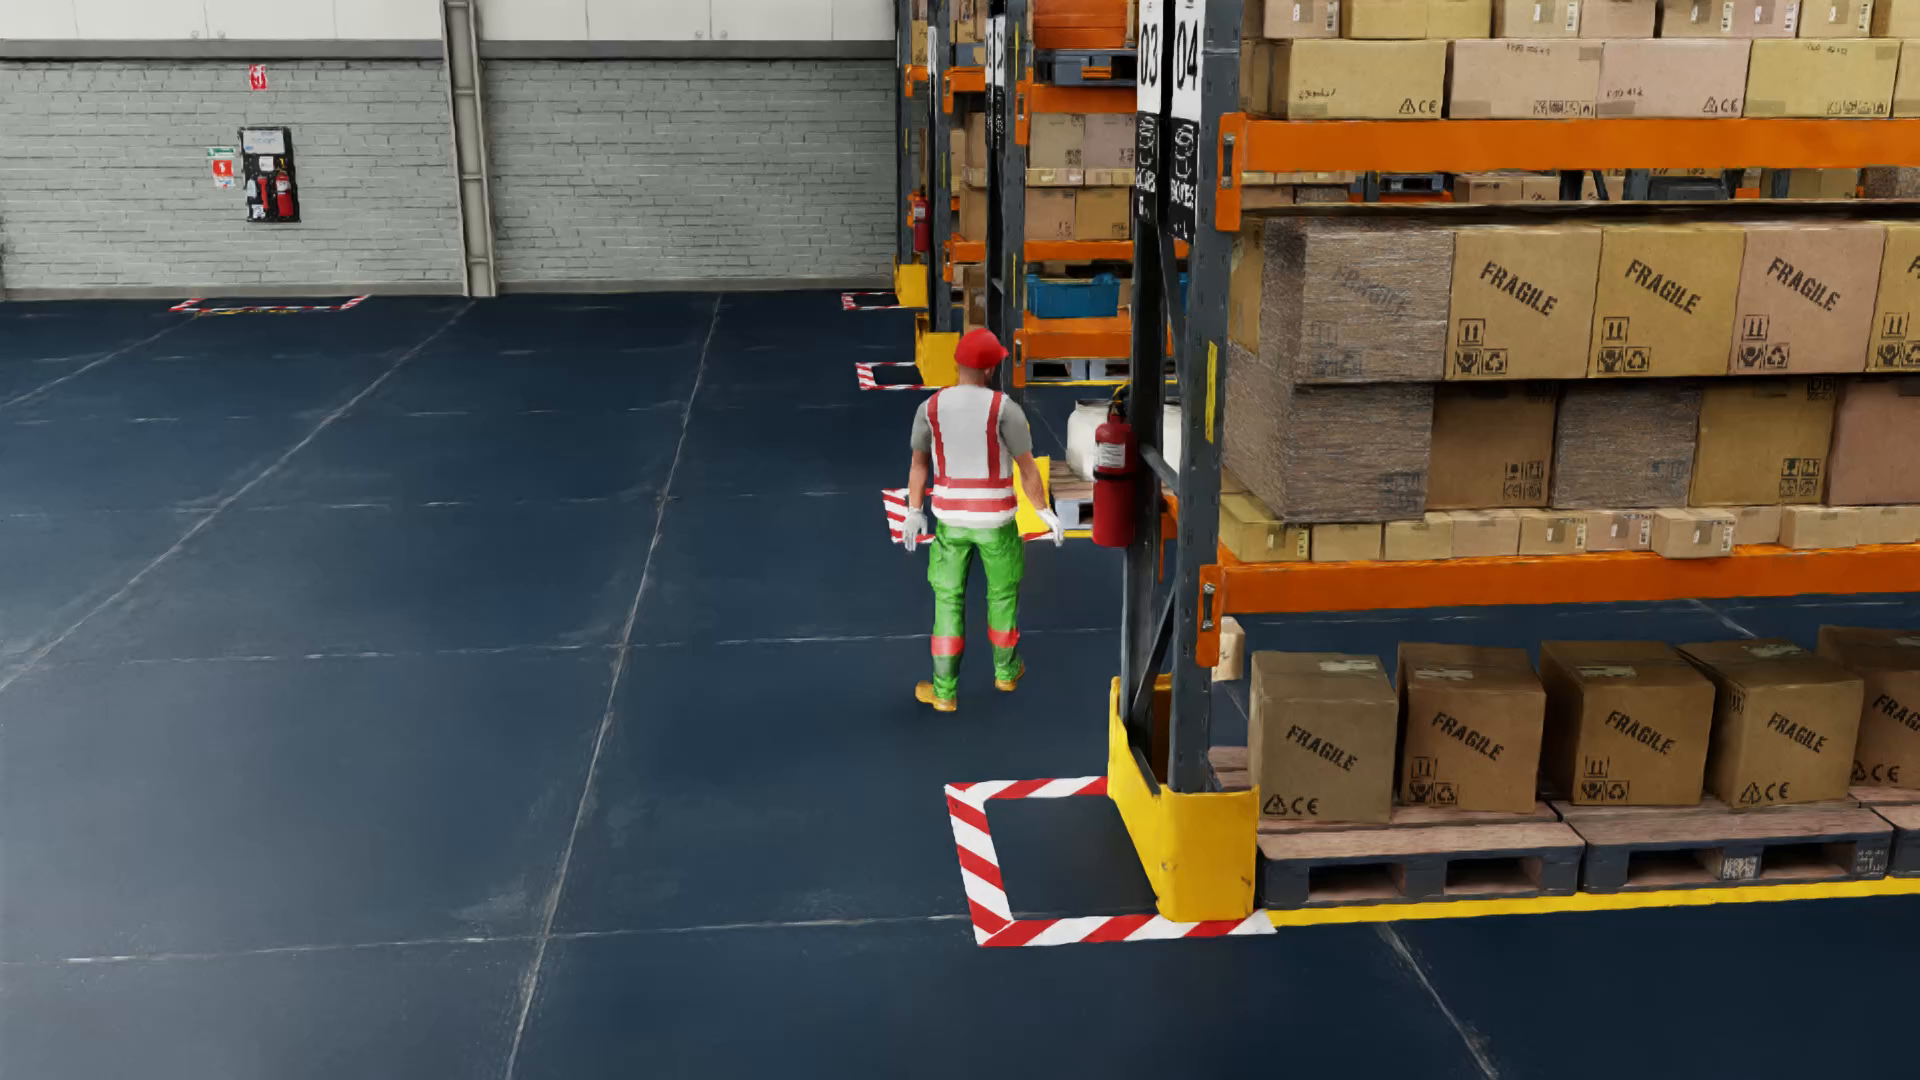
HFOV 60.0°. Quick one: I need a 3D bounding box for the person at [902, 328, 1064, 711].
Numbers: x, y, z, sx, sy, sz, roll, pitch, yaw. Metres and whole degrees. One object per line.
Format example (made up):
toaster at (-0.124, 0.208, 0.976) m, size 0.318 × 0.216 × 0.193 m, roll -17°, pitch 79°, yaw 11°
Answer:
person at (0.119, -0.123, 7.834) m, size 0.761 × 1.784 × 0.611 m, roll 3°, pitch 17°, yaw 10°
